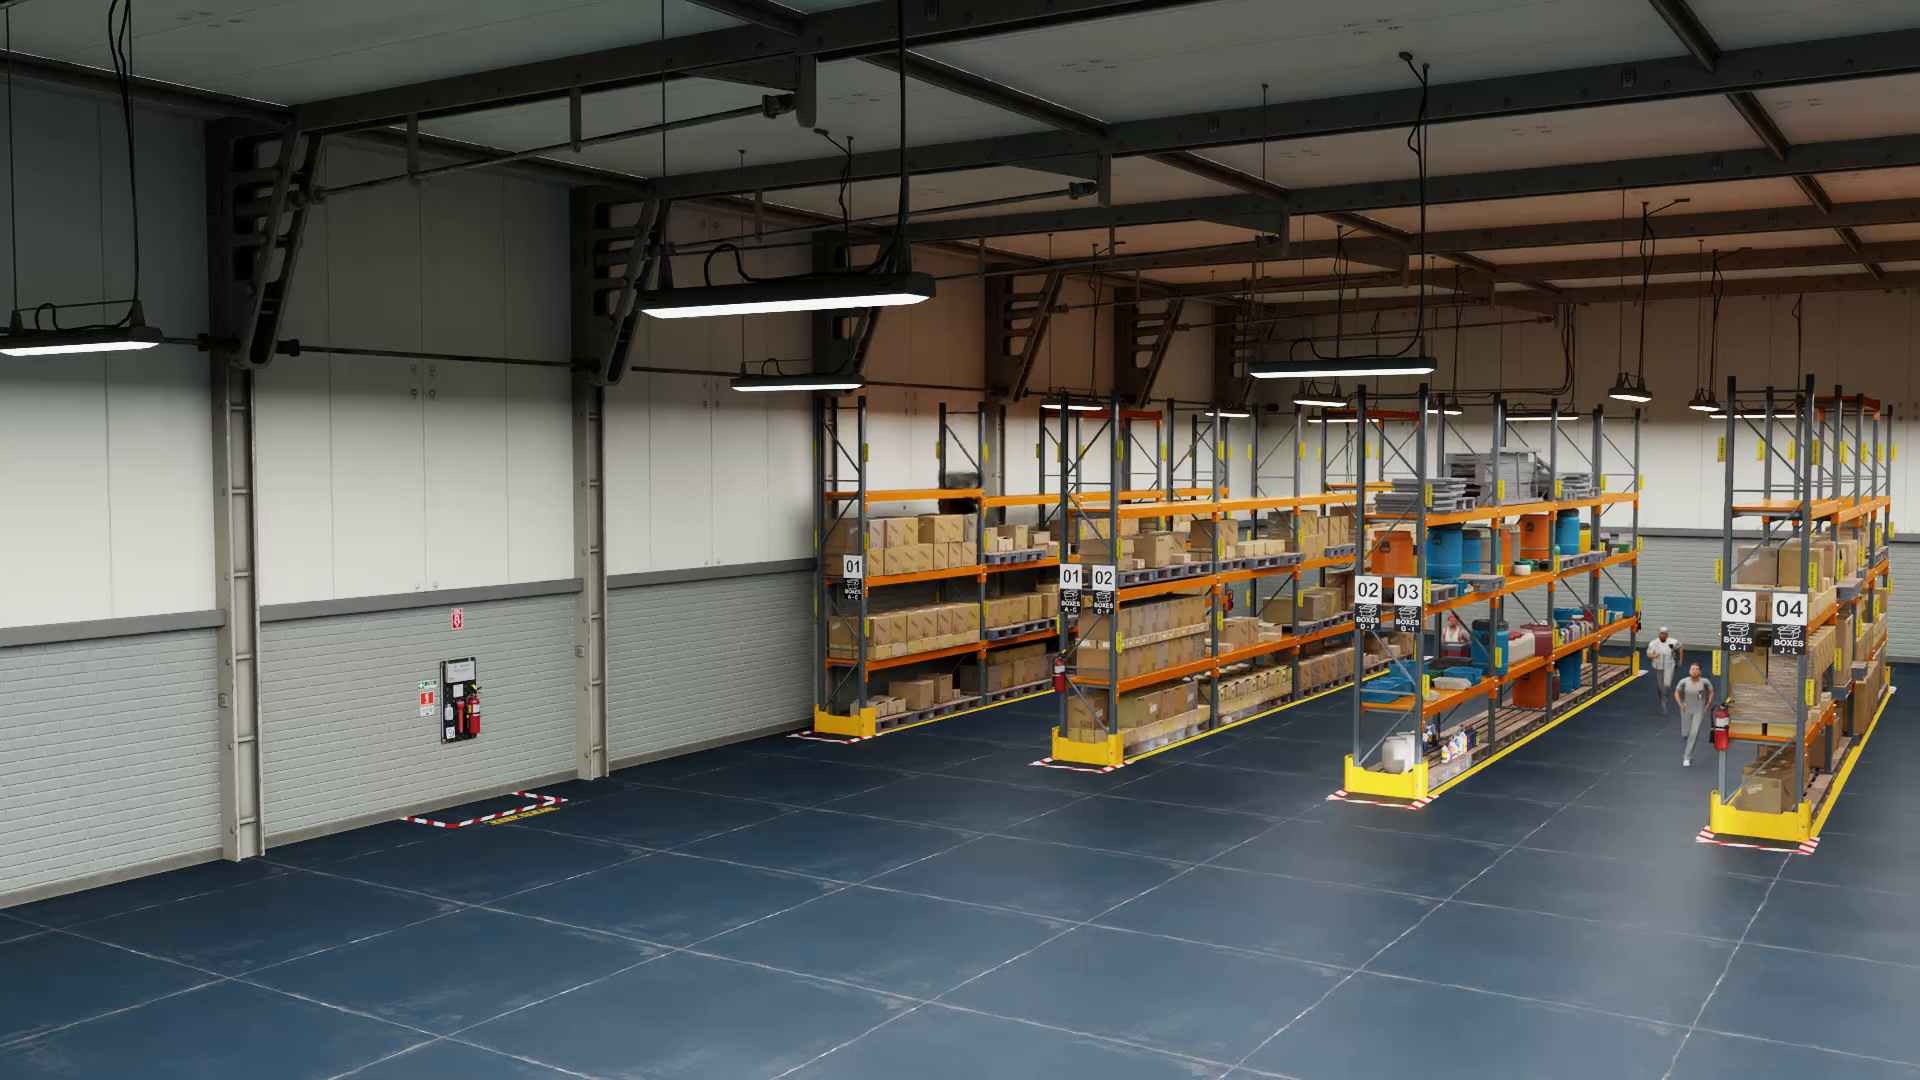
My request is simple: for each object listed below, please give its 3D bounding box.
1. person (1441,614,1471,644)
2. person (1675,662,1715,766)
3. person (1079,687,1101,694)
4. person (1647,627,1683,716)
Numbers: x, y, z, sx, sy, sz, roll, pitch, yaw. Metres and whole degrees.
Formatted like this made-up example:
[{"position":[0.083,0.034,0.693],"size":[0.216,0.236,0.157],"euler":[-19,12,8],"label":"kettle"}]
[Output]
[{"position":[9.812,2.372,33.135],"size":[0.631,1.800,0.680],"euler":[2,4,34],"label":"person"},{"position":[11.849,2.793,26.838],"size":[0.589,1.633,0.775],"euler":[1,3,26],"label":"person"},{"position":[2.448,2.183,30.898],"size":[0.644,1.796,0.846],"euler":[2,4,33],"label":"person"},{"position":[13.533,2.512,31.954],"size":[0.626,1.694,0.827],"euler":[2,3,27],"label":"person"}]
